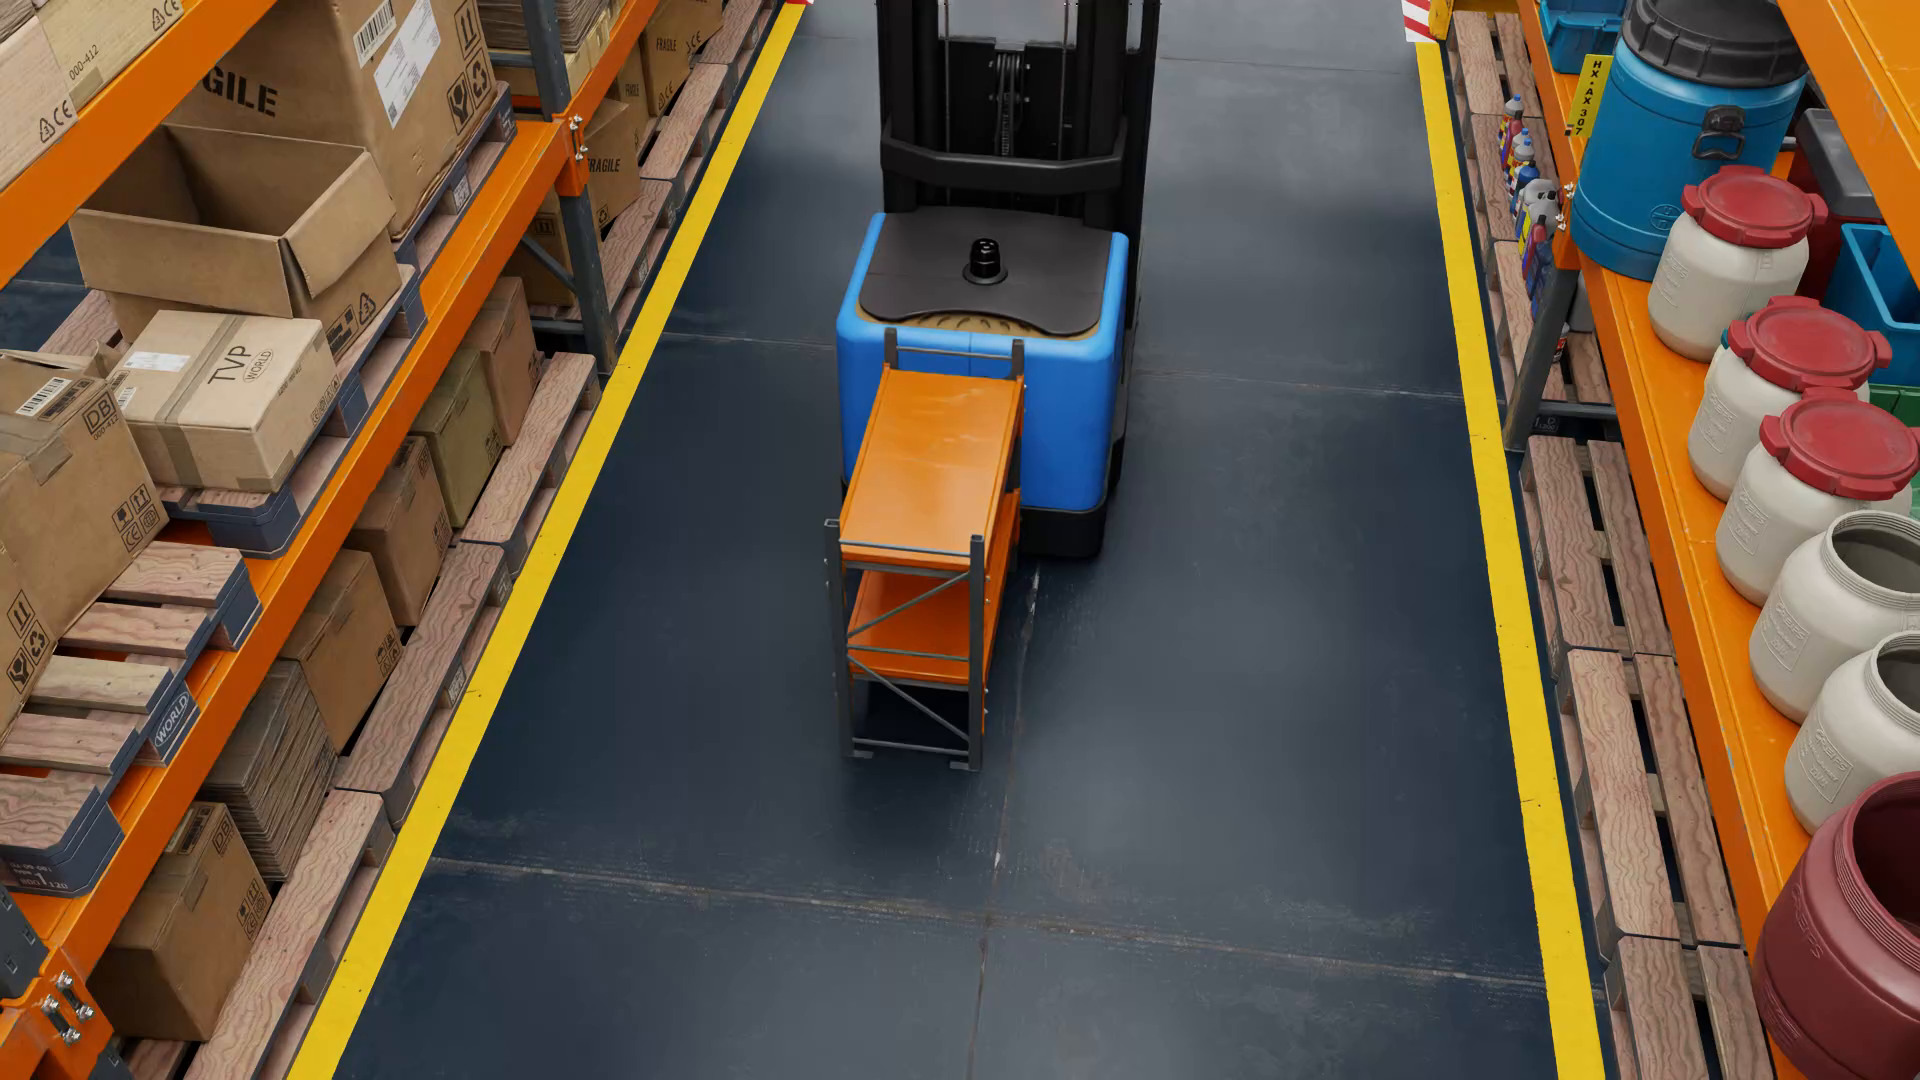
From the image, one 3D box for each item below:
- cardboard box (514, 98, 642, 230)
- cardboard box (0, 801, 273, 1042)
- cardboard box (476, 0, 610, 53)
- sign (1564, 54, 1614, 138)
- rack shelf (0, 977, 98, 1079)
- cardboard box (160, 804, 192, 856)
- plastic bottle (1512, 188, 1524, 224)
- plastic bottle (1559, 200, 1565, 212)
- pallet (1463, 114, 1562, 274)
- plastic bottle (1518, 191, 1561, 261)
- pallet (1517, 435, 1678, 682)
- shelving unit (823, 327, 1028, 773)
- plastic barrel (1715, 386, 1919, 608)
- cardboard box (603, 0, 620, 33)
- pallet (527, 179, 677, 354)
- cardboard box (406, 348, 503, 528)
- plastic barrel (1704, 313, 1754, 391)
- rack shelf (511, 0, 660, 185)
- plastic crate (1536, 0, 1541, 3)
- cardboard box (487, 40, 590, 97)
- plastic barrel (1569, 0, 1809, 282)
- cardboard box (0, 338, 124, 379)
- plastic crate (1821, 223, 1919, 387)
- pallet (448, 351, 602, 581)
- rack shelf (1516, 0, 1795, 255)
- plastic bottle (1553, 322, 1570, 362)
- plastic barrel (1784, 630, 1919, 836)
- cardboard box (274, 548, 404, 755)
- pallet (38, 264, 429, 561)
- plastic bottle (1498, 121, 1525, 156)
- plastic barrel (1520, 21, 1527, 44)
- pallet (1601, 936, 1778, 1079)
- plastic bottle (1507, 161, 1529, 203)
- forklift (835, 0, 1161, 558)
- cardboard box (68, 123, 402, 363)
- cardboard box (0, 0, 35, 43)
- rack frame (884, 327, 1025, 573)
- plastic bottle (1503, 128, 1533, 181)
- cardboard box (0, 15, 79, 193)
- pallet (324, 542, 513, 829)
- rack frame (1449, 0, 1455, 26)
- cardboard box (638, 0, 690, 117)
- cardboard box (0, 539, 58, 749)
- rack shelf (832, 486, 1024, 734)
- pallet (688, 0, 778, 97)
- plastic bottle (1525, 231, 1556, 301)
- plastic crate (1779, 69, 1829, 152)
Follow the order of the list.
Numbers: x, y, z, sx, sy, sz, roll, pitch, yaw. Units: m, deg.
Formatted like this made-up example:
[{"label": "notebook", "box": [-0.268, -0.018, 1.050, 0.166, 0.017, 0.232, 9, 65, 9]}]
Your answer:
[{"label": "cardboard box", "box": [-1.907, -1.817, 8.000, 0.500, 0.500, 0.500, 19, 46, 19]}, {"label": "cardboard box", "box": [-2.527, 1.103, 4.901, 0.700, 0.500, 0.500, 3, 44, 3]}, {"label": "cardboard box", "box": [-1.947, -2.358, 6.769, 0.875, 0.500, 0.500, 5, 44, 6]}, {"label": "sign", "box": [2.298, -1.620, 6.078, 0.100, 0.325, 0.005, 5, 44, 6]}, {"label": "rack shelf", "box": [-2.861, 2.438, 2.517, 1.077, 0.370, 4.000, 5, 44, 6]}, {"label": "cardboard box", "box": [-2.537, 0.830, 4.644, 0.500, 0.250, 0.500, 7, 44, 7]}, {"label": "plastic bottle", "box": [2.724, -1.615, 7.989, 0.097, 0.201, 0.097, 0, 43, 0]}, {"label": "plastic bottle", "box": [2.815, -1.460, 7.766, 0.061, 0.283, 0.133, 5, 44, 6]}, {"label": "pallet", "box": [3.131, -1.737, 8.431, 1.003, 0.211, 1.213, 5, 44, 6]}, {"label": "plastic bottle", "box": [2.710, -1.476, 7.734, 0.144, 0.351, 0.185, 5, 44, 5]}, {"label": "pallet", "box": [2.777, 0.089, 6.502, 1.003, 0.211, 1.213, 5, 44, 6]}, {"label": "shelving unit", "box": [-0.097, 0.032, 5.898, 0.538, 1.125, 1.048, 6, 44, 6]}, {"label": "plastic barrel", "box": [2.344, -0.085, 4.559, 0.433, 0.535, 0.433, 0, 43, 0]}, {"label": "cardboard box", "box": [-1.689, -2.282, 7.162, 0.380, 0.149, 0.250, 5, 44, 6]}, {"label": "pallet", "box": [-2.014, -1.361, 8.034, 1.003, 0.211, 1.213, 5, 44, 6]}, {"label": "cardboard box", "box": [-2.252, -0.425, 6.515, 0.700, 0.500, 0.500, 5, 44, 5]}, {"label": "plastic barrel", "box": [2.515, -0.524, 5.222, 0.301, 0.262, 0.301, 0, 43, 0]}, {"label": "rack shelf", "box": [-1.803, -3.014, 8.275, 1.077, 0.370, 4.000, 5, 44, 6]}, {"label": "plastic crate", "box": [2.806, -2.496, 7.396, 0.530, 0.136, 0.437, 5, 44, 6]}, {"label": "cardboard box", "box": [-1.741, -1.940, 6.800, 0.380, 0.149, 0.250, 5, 44, 6]}, {"label": "plastic barrel", "box": [2.491, -1.408, 5.691, 0.600, 0.901, 0.708, 5, 44, 6]}, {"label": "cardboard box", "box": [-2.643, -0.451, 4.837, 0.396, 0.266, 0.258, 4, 44, 4]}, {"label": "plastic crate", "box": [3.005, -0.676, 5.294, 0.392, 0.384, 0.575, 5, 44, 6]}, {"label": "pallet", "box": [-2.169, -0.369, 6.986, 1.003, 0.211, 1.213, 5, 44, 6]}, {"label": "rack shelf", "box": [3.107, -2.564, 7.799, 1.077, 0.370, 4.000, 5, 44, 6]}, {"label": "plastic bottle", "box": [2.581, -0.881, 7.214, 0.097, 0.201, 0.097, 0, 43, 0]}, {"label": "plastic barrel", "box": [2.238, 0.503, 3.956, 0.421, 0.512, 0.421, 0, 43, 0]}, {"label": "cardboard box", "box": [-2.399, 0.337, 5.711, 0.700, 0.500, 0.500, 9, 44, 9]}, {"label": "pallet", "box": [-2.375, -0.469, 5.204, 1.003, 0.211, 1.213, 5, 44, 6]}, {"label": "plastic bottle", "box": [2.809, -2.054, 8.453, 0.097, 0.201, 0.097, 0, 43, 0]}, {"label": "plastic barrel", "box": [3.360, -2.982, 9.222, 0.421, 0.512, 0.421, 0, 43, 0]}, {"label": "pallet", "box": [2.454, 1.752, 4.746, 1.003, 0.211, 1.213, 5, 44, 6]}, {"label": "plastic bottle", "box": [2.751, -1.755, 8.137, 0.097, 0.201, 0.097, 0, 43, 0]}, {"label": "forklift", "box": [0.259, -2.014, 6.746, 1.130, 2.935, 3.031, 6, 44, 6]}, {"label": "cardboard box", "box": [-2.205, -0.913, 5.152, 0.797, 0.503, 0.637, 9, 44, 10]}, {"label": "cardboard box", "box": [-2.208, -1.136, 3.150, 0.500, 0.500, 0.500, 6, 44, 6]}, {"label": "rack frame", "box": [-0.021, -0.313, 6.263, 0.500, 1.125, 0.032, 6, 44, 6]}, {"label": "plastic bottle", "box": [2.777, -1.916, 8.257, 0.097, 0.271, 0.097, 0, 43, 0]}, {"label": "cardboard box", "box": [-2.213, -0.868, 3.412, 0.500, 0.250, 0.500, 6, 44, 7]}, {"label": "pallet", "box": [-2.328, 0.465, 6.106, 1.003, 0.211, 1.213, 5, 44, 6]}, {"label": "rack frame", "box": [3.371, -4.188, 8.992, 1.000, 3.000, 0.127, 5, 44, 6]}, {"label": "cardboard box", "box": [-1.784, -2.624, 8.852, 0.500, 0.500, 0.500, 9, 44, 9]}, {"label": "cardboard box", "box": [-2.564, 0.253, 3.923, 0.500, 0.500, 0.500, 0, 43, 0]}, {"label": "rack shelf", "box": [-0.097, 0.210, 6.066, 0.538, 0.278, 1.000, 6, 44, 6]}, {"label": "pallet", "box": [-1.691, -3.024, 9.790, 1.003, 0.211, 1.213, 5, 44, 6]}, {"label": "plastic bottle", "box": [2.667, -1.256, 7.501, 0.144, 0.351, 0.185, 3, 44, 3]}, {"label": "plastic crate", "box": [3.037, -1.785, 6.498, 0.767, 0.338, 0.504, 5, 44, 6]}]
